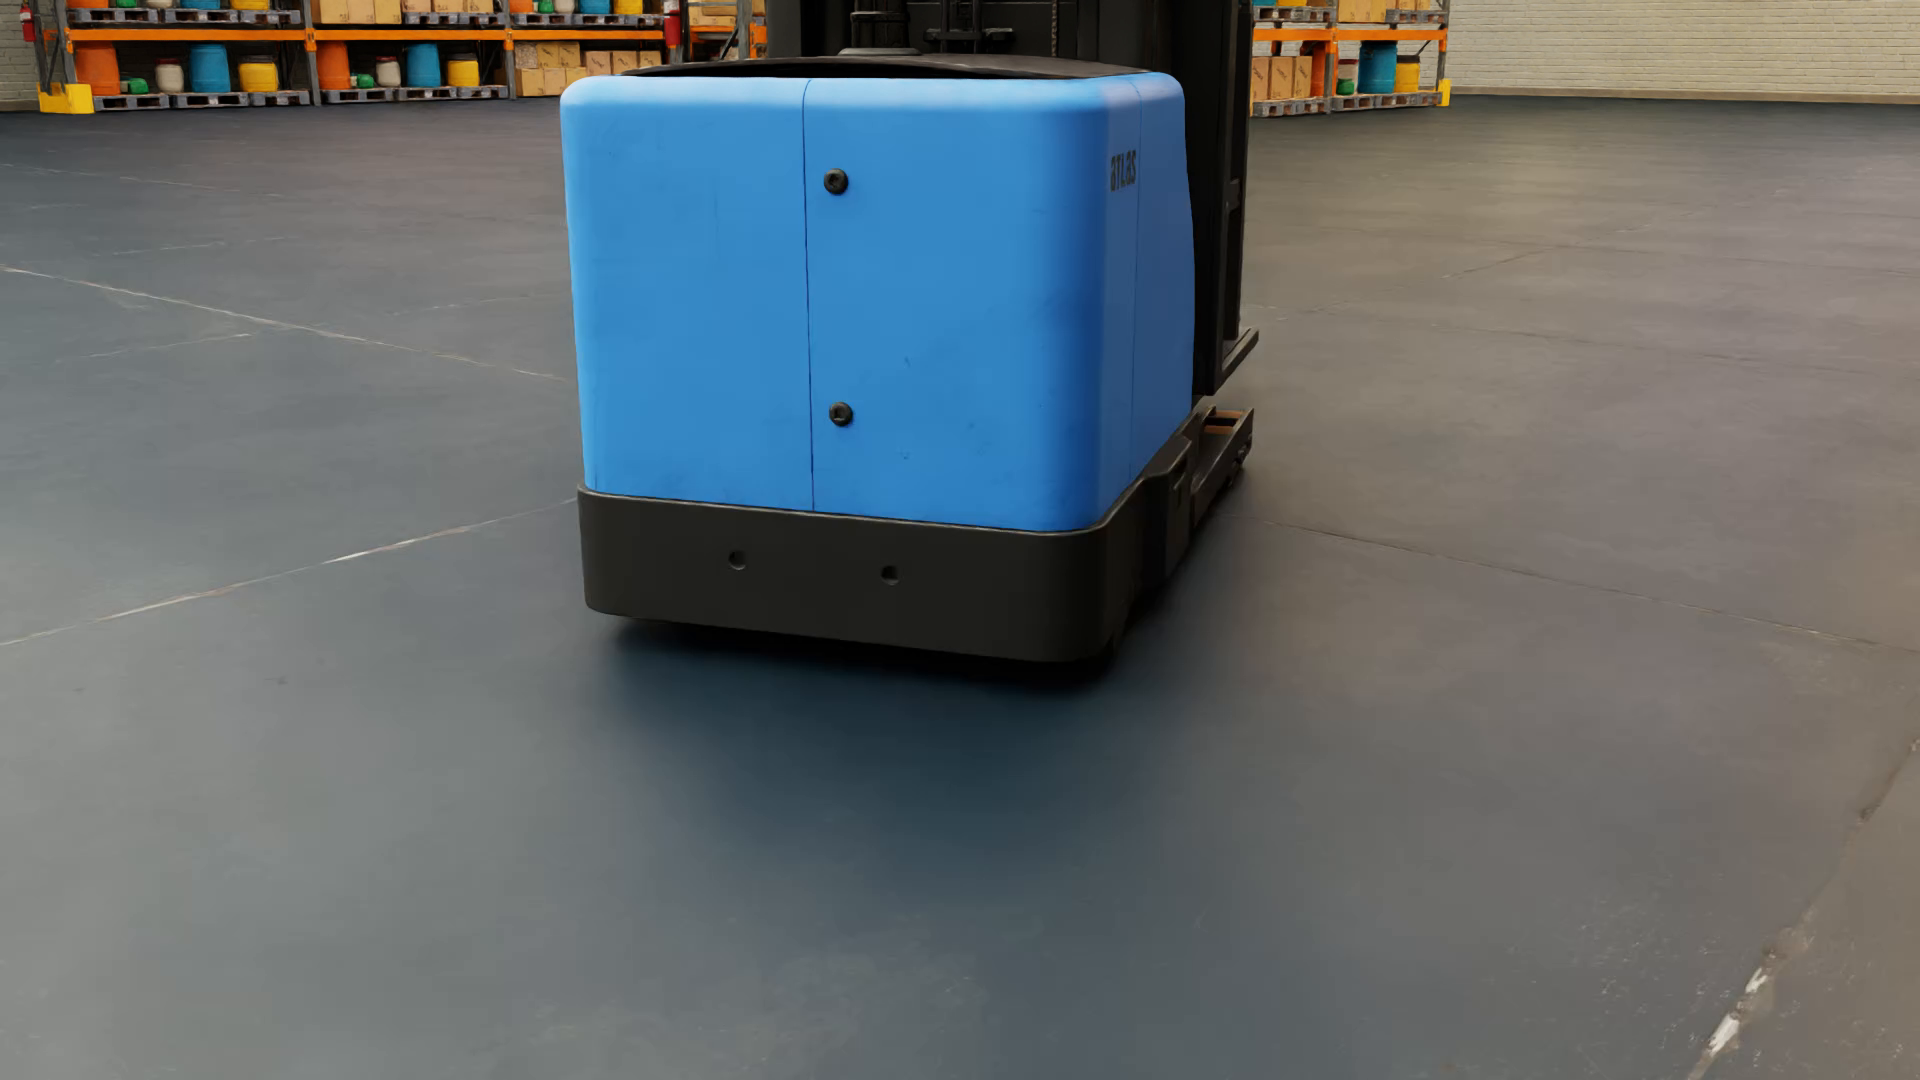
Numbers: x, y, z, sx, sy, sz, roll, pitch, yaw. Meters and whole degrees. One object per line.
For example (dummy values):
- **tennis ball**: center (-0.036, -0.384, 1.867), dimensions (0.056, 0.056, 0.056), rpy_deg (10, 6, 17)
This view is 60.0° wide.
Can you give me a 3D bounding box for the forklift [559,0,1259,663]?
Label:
- **forklift**: center (0.182, -1.571, 4.072), dimensions (1.130, 2.935, 3.031), rpy_deg (5, 18, 17)
